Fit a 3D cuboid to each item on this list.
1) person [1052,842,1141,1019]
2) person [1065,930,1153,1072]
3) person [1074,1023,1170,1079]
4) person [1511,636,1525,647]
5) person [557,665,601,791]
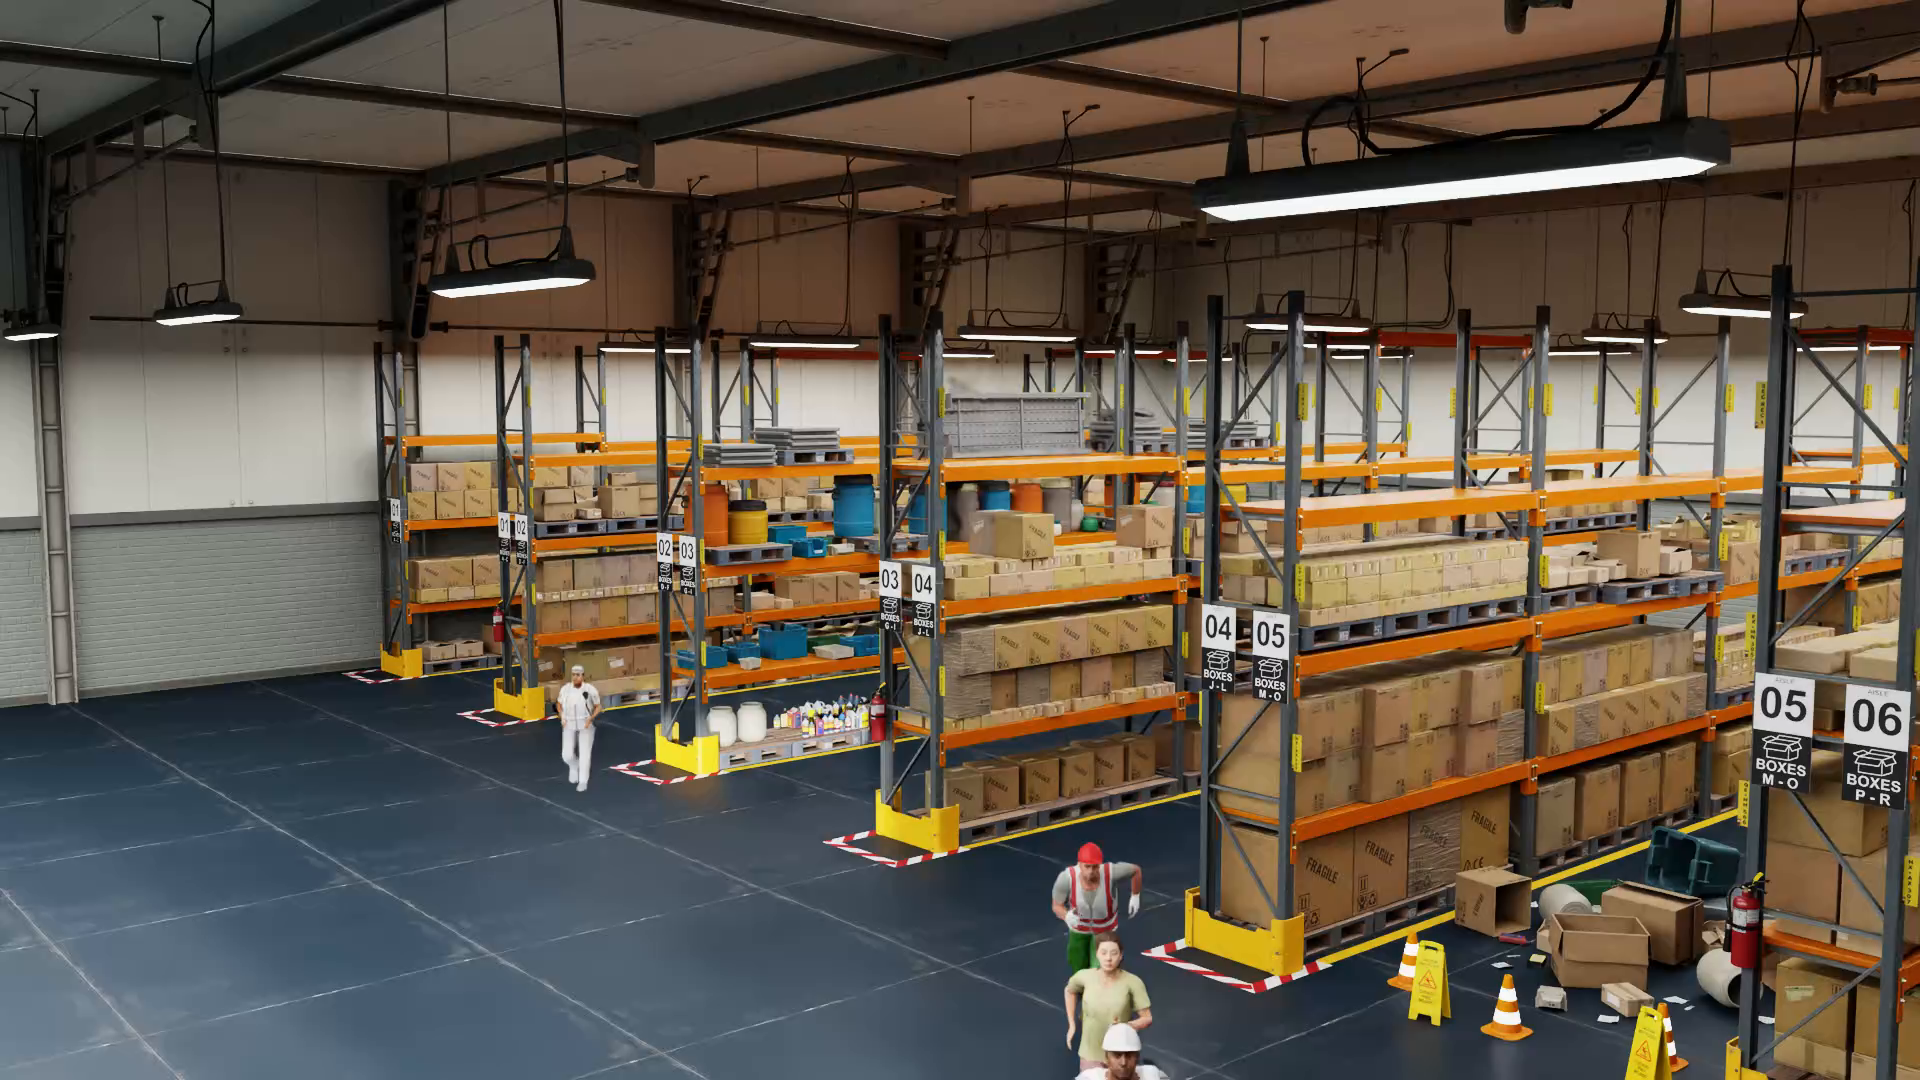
[{"bbox_3d":[1.088,3.140,13.251,0.700,1.619,0.937,1,5,7],"label":"person"},{"bbox_3d":[0.951,3.345,10.679,0.560,1.701,0.875,0,5,4],"label":"person"},{"bbox_3d":[0.875,3.468,9.120,0.671,1.758,0.844,0,5,-1],"label":"person"},{"bbox_3d":[8.238,2.116,24.201,0.663,1.707,0.927,5,7,44],"label":"person"},{"bbox_3d":[-4.919,2.421,21.423,0.575,1.631,0.520,0,5,-3],"label":"person"}]
